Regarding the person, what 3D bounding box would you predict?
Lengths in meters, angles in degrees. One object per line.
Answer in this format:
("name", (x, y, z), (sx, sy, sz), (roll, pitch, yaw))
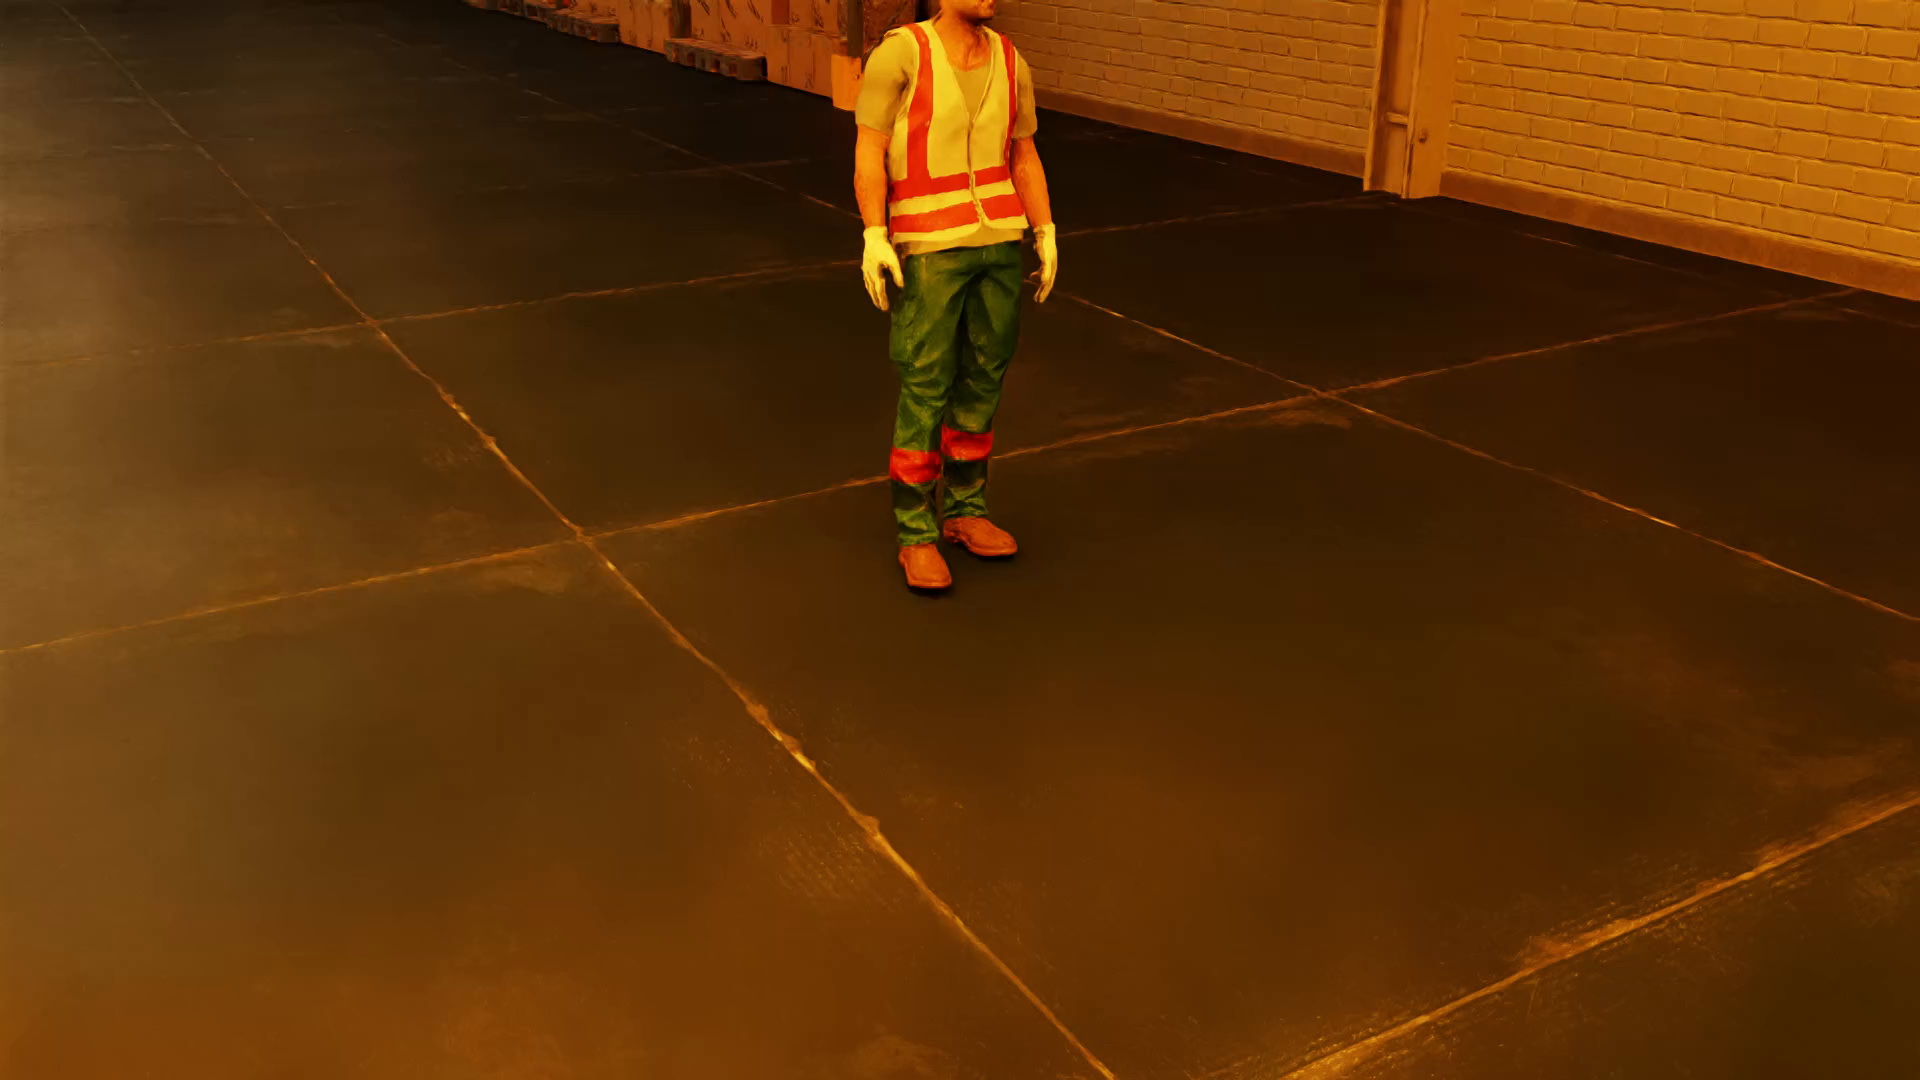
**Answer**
("person", (0.031, -0.805, 4.723), (0.637, 1.787, 0.563), (-12, 25, -28))
